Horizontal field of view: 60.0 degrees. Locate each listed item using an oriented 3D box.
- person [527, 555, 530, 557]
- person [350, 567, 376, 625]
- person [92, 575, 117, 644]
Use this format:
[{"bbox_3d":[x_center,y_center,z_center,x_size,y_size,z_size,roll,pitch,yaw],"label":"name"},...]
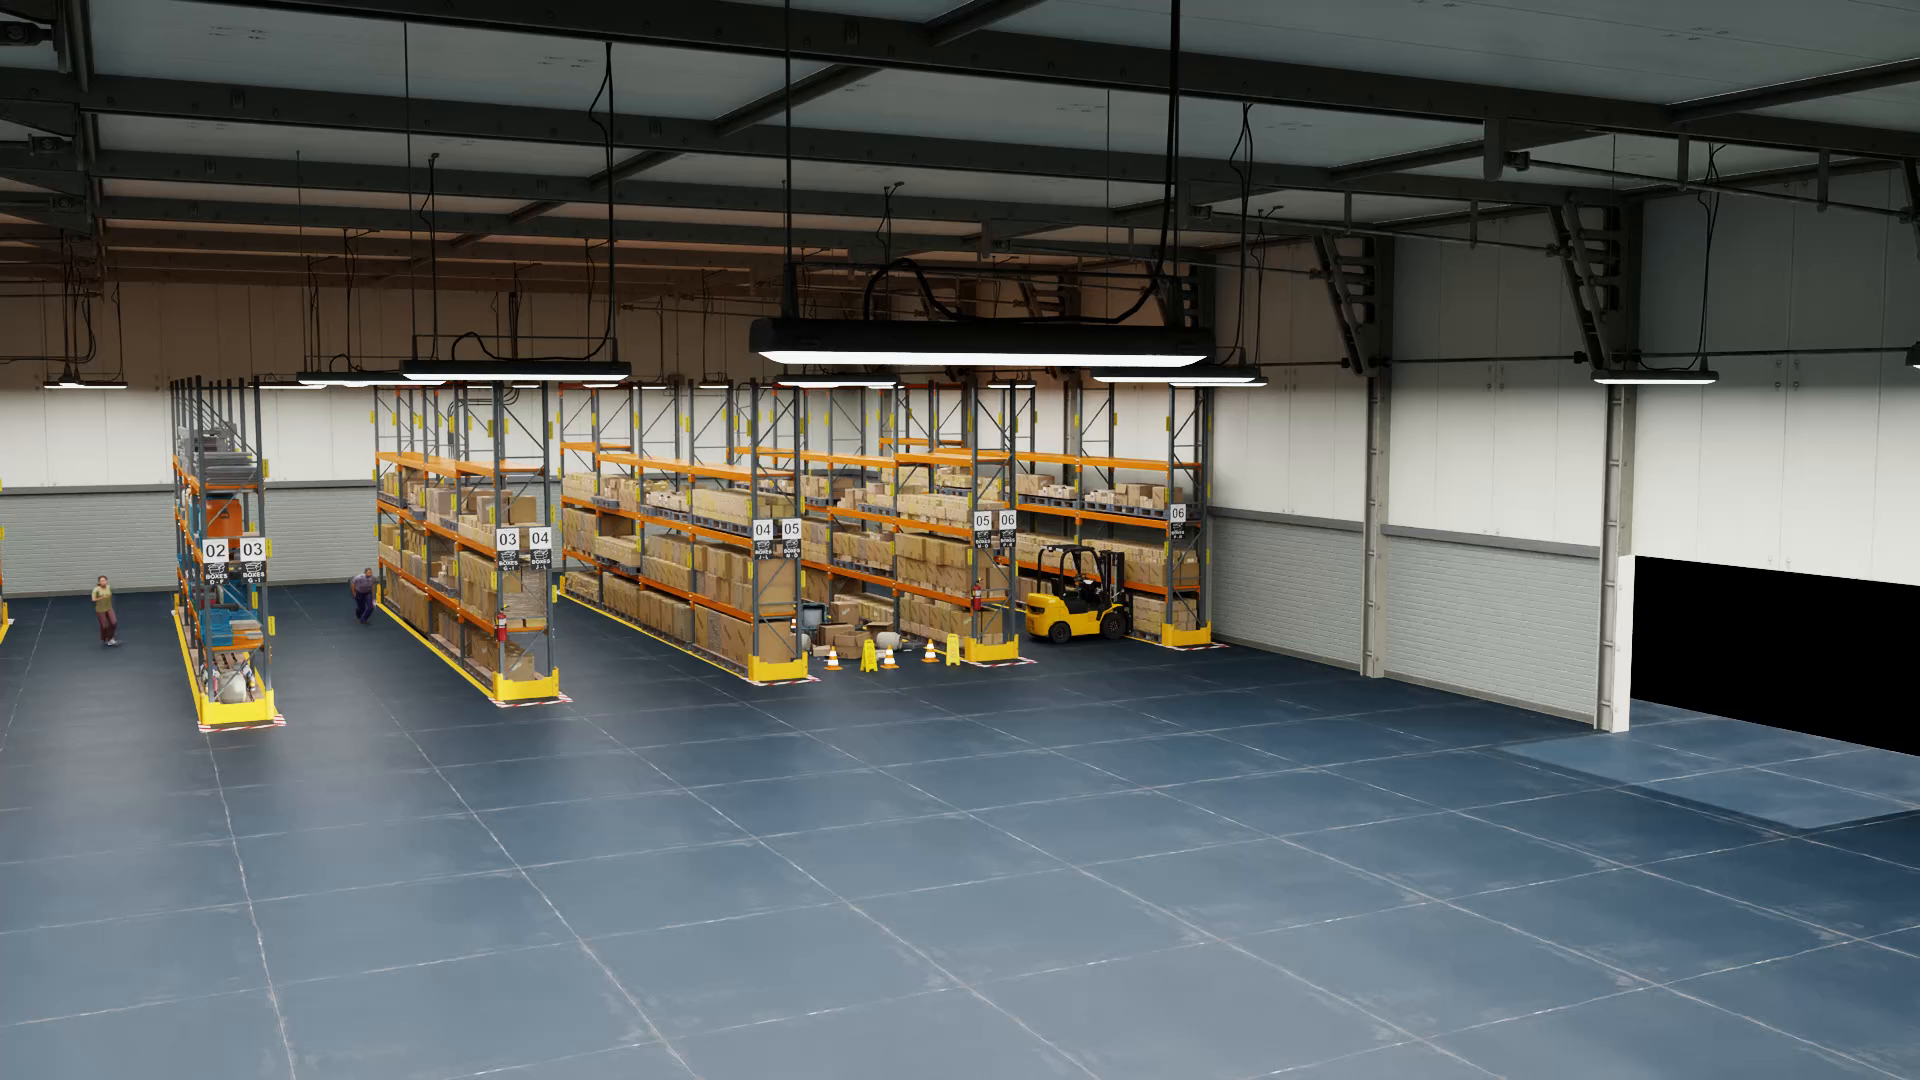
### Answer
[{"bbox_3d":[-11.770,0.913,45.896,0.643,1.488,0.777,-4,6,-36],"label":"person"},{"bbox_3d":[-14.706,1.374,40.913,0.623,1.460,0.864,-5,7,-42],"label":"person"},{"bbox_3d":[-19.294,1.588,37.420,0.825,1.614,0.541,5,7,44],"label":"person"}]
